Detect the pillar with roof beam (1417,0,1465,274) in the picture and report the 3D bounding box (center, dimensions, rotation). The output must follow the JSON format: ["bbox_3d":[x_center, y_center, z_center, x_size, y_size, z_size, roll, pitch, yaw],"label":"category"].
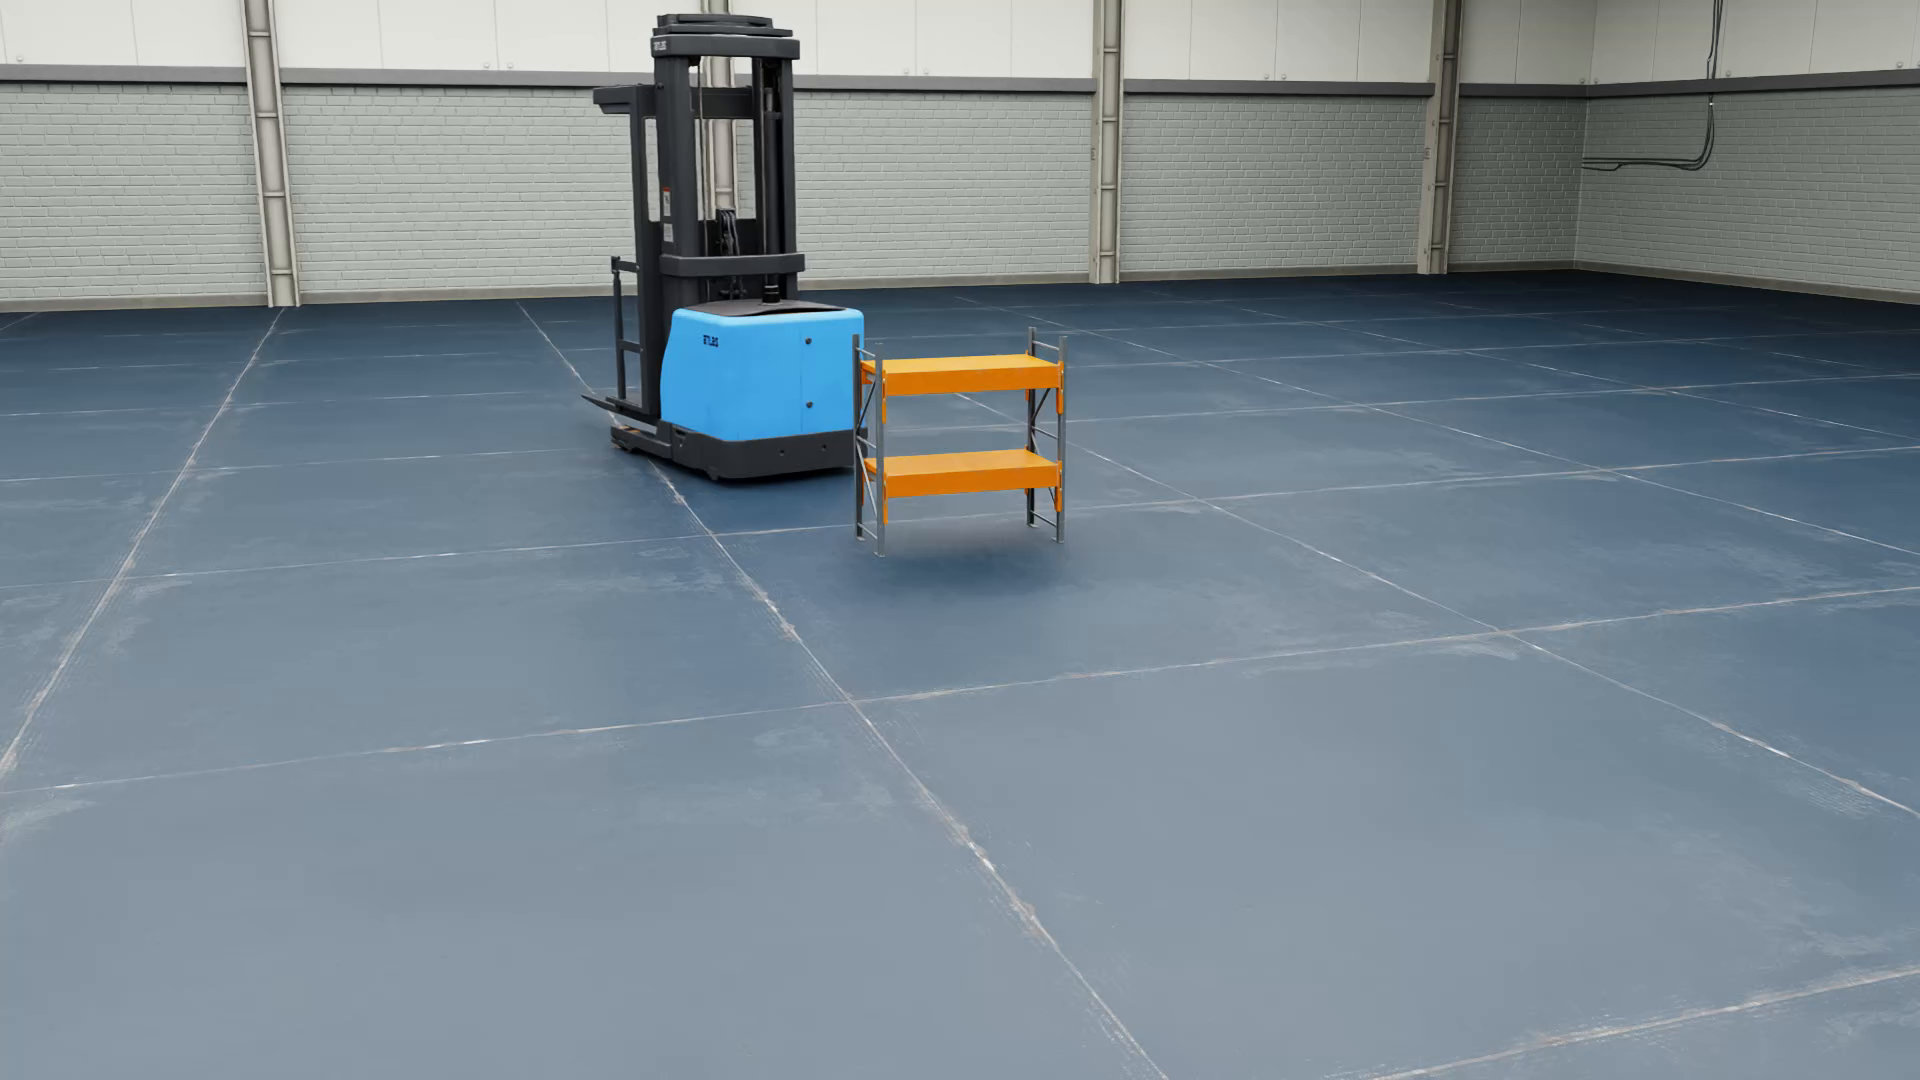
[{"bbox_3d":[9.323,-7.926,23.020,0.400,9.000,9.100,-4,14,-18],"label":"pillar with roof beam"}]

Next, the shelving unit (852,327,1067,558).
[{"bbox_3d":[-0.006,-0.547,9.011,1.048,1.125,0.538,-4,14,-18],"label":"shelving unit"}]

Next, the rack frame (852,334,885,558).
[{"bbox_3d":[-0.488,-0.509,8.853,0.032,1.125,0.500,-4,14,-18],"label":"rack frame"}]

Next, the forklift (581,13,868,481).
[{"bbox_3d":[-1.836,-2.090,11.594,1.130,2.935,3.031,-9,16,-32],"label":"forklift"}]

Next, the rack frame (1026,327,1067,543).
[{"bbox_3d":[0.475,-0.584,9.168,0.032,1.125,0.500,-4,14,-18],"label":"rack frame"}]

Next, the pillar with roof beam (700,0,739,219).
[{"bbox_3d":[-2.051,-7.041,19.297,0.400,9.000,9.100,-4,14,-18],"label":"pillar with roof beam"}]

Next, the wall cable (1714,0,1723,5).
[{"bbox_3d":[12.026,-9.151,23.965,0.112,2.526,3.097,-4,14,-18],"label":"wall cable"}]

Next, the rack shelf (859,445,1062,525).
[{"bbox_3d":[-0.006,-0.309,9.067,1.000,0.278,0.538,-4,14,-18],"label":"rack shelf"}]

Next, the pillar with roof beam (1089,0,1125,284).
[{"bbox_3d":[3.636,-7.484,21.158,0.400,9.000,9.100,-4,14,-18],"label":"pillar with roof beam"}]

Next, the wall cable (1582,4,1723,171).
[{"bbox_3d":[11.163,-7.287,27.044,0.112,2.526,3.097,-4,14,-18],"label":"wall cable"}]

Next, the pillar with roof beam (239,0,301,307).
[{"bbox_3d":[-7.737,-6.598,17.435,0.400,9.000,9.100,-4,14,-18],"label":"pillar with roof beam"}]

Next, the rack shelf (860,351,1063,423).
[{"bbox_3d":[-0.006,-0.831,8.943,1.000,0.278,0.538,-4,14,-18],"label":"rack shelf"}]
